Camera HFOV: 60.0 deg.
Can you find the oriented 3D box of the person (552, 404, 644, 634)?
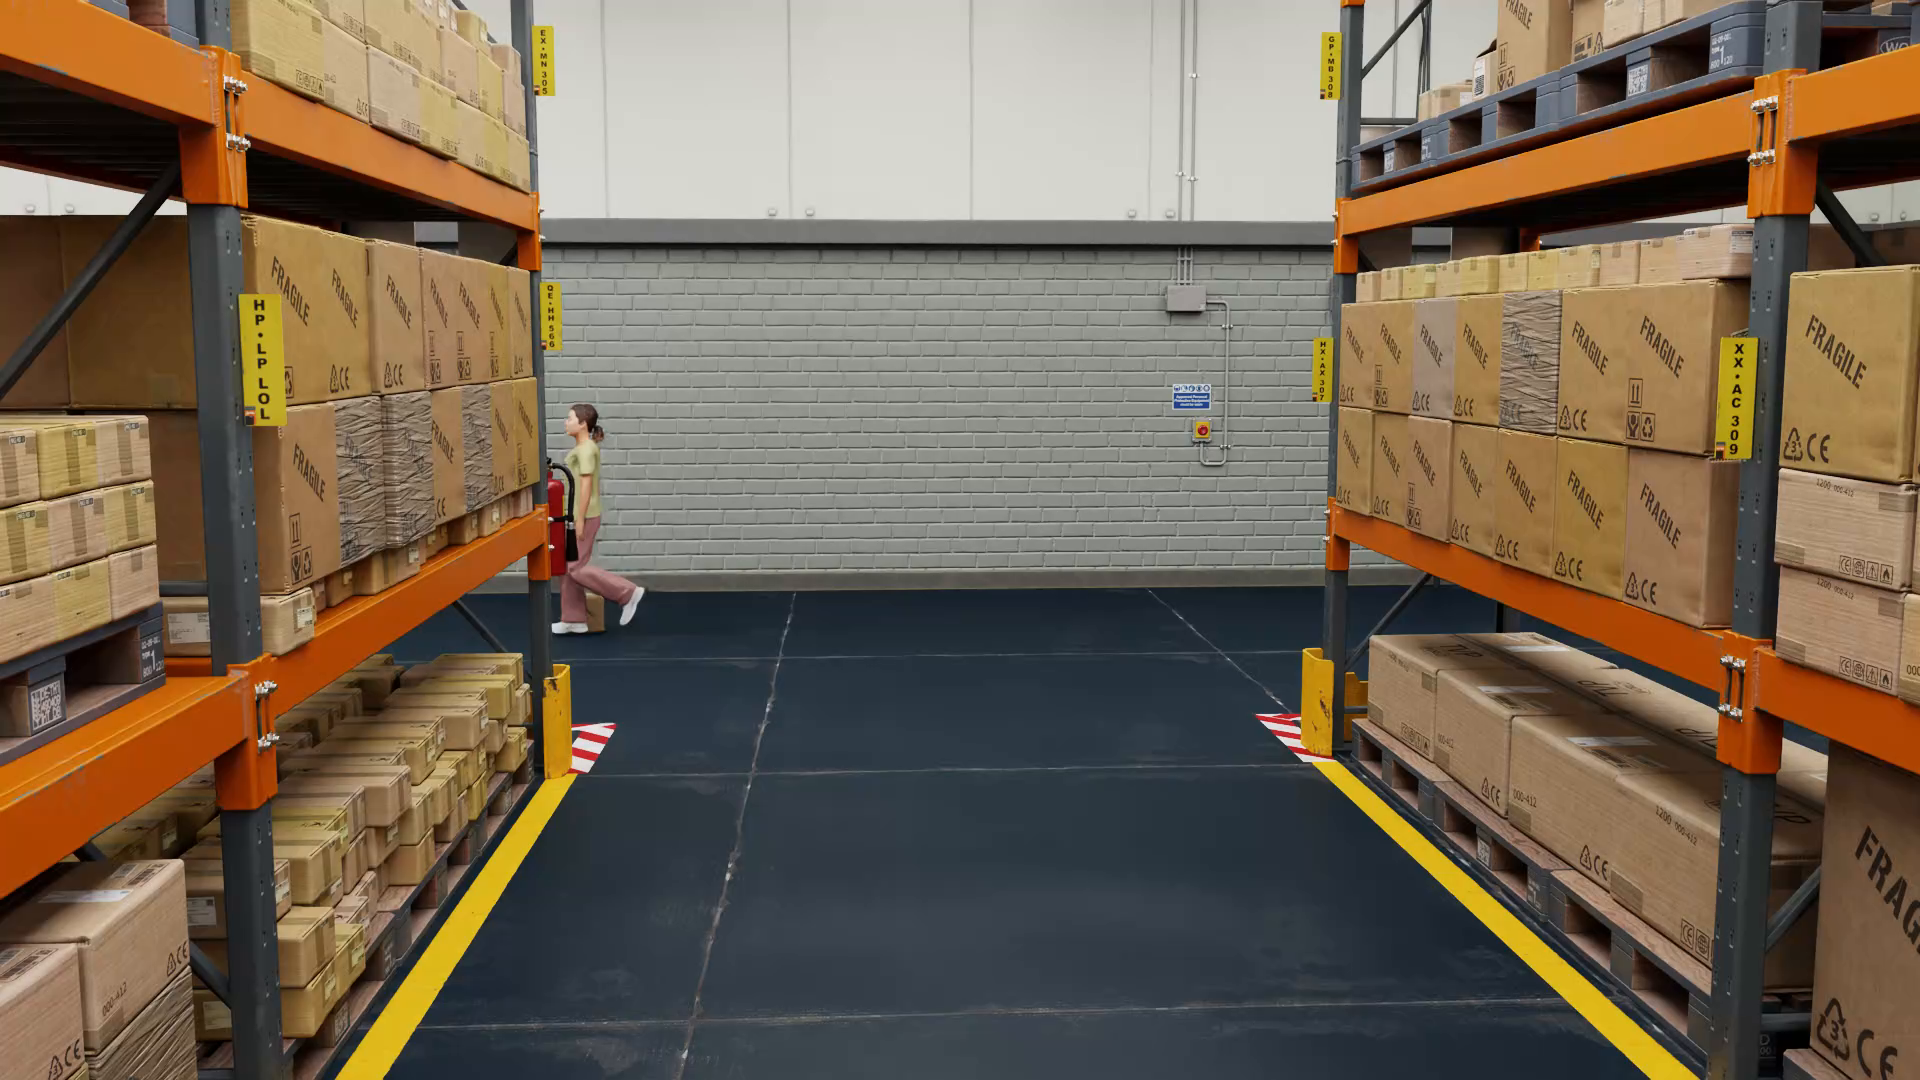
[{"bbox_3d":[-2.632,-0.149,11.887,0.703,1.647,0.458,-1,7,-12],"label":"person"}]
